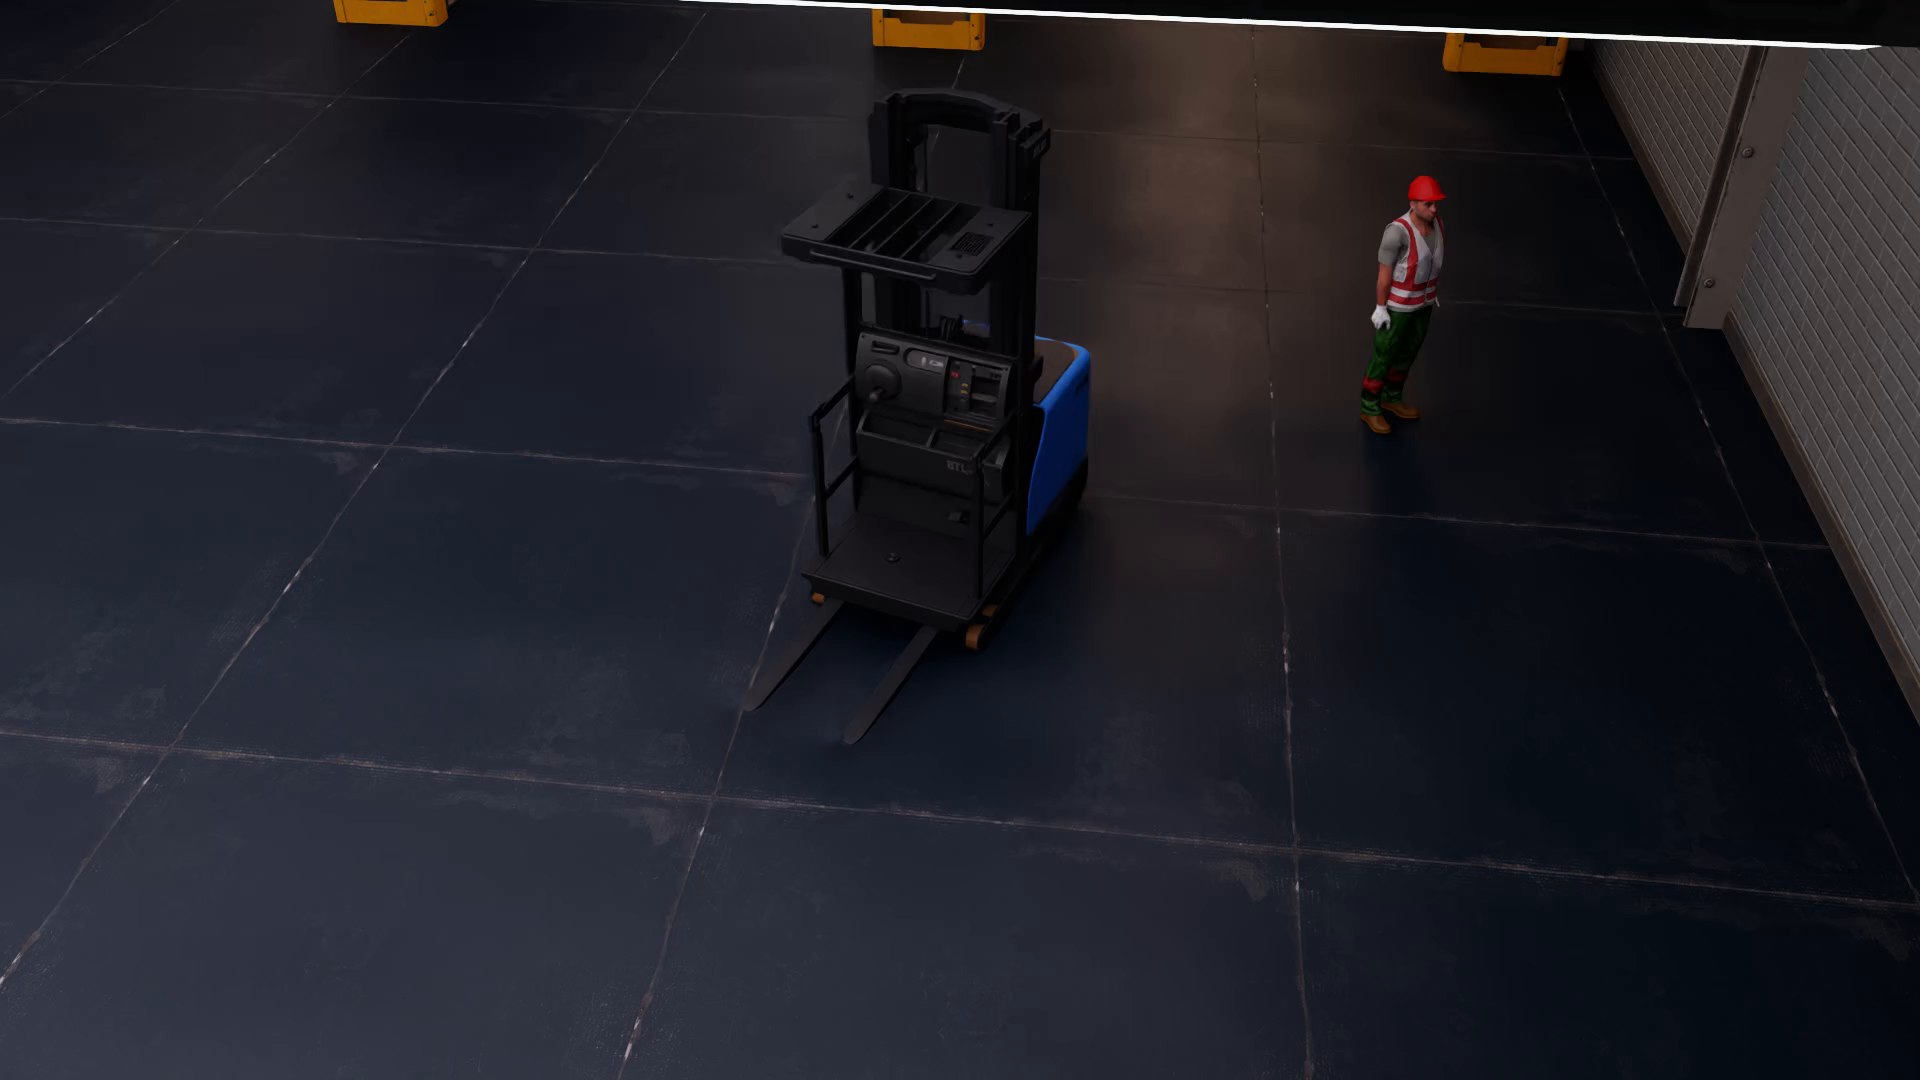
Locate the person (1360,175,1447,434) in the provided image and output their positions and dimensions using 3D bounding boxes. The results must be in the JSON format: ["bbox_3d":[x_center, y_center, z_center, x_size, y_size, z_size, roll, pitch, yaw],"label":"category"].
[{"bbox_3d":[3.004,-1.582,11.138,0.566,1.795,0.357,-23,42,-28],"label":"person"}]

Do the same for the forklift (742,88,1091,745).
[{"bbox_3d":[-0.242,-0.833,9.160,1.130,2.935,3.031,15,39,19],"label":"forklift"}]
